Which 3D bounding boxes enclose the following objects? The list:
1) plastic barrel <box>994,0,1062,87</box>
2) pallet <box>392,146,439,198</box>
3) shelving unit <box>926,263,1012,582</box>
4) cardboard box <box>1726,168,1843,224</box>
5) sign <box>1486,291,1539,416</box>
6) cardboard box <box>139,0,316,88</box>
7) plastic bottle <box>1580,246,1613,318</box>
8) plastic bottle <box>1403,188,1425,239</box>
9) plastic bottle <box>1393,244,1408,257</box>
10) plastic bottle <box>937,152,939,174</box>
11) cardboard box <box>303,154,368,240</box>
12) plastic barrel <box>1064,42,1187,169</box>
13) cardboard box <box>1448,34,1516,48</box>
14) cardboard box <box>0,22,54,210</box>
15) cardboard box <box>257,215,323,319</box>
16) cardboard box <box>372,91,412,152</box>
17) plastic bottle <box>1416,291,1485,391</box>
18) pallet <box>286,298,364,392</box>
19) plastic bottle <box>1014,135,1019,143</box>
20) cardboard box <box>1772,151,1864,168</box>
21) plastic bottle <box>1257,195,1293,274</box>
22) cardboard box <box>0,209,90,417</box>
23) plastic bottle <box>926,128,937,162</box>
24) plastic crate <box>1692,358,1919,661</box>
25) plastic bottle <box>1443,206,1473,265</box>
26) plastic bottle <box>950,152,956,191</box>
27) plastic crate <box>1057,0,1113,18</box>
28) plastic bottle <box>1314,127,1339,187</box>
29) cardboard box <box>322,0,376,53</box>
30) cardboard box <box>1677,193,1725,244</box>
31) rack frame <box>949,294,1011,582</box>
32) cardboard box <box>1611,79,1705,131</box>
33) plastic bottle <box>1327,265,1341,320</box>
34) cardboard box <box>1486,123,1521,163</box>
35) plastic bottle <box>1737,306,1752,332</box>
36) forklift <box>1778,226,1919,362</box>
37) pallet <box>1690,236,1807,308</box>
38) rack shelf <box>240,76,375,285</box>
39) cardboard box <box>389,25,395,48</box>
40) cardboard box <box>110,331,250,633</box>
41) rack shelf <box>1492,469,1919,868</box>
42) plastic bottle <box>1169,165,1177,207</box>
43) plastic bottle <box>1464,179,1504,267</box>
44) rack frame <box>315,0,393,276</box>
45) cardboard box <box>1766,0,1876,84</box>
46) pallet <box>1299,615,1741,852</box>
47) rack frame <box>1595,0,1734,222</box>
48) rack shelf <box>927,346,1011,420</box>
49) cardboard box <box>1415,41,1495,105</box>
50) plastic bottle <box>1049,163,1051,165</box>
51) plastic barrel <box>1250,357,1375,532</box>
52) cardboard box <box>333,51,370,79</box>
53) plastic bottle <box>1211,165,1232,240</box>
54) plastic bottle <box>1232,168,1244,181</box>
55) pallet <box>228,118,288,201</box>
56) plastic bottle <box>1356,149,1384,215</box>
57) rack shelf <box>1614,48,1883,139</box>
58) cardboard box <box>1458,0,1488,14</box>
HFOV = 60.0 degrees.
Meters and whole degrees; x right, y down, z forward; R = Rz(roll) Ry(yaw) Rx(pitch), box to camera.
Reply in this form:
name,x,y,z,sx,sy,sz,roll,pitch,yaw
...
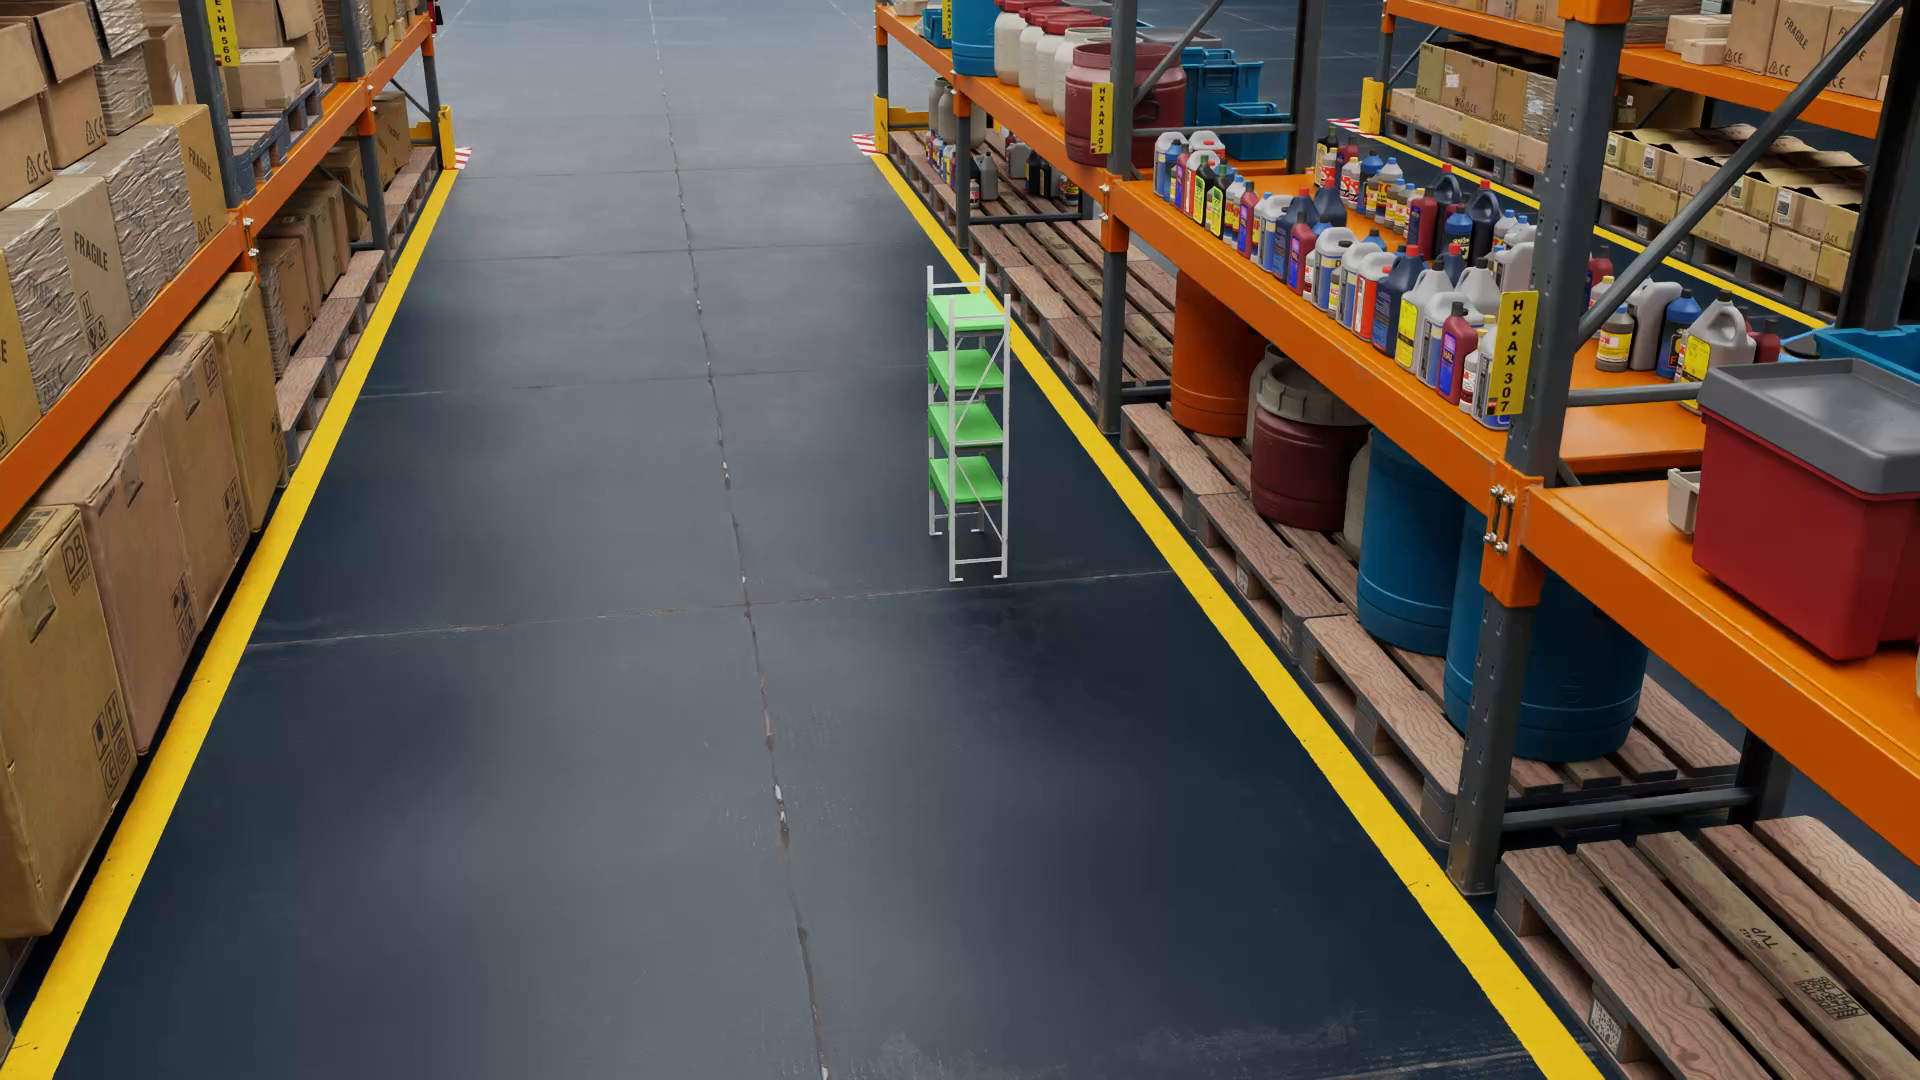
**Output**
name,x,y,z,sx,sy,sz,roll,pitch,yaw
plastic barrel,0.432,-3.204,10.668,0.433,0.535,0.433,0,24,0
pallet,-5.008,-3.111,14.109,1.003,0.211,1.213,-4,24,-10
shelving unit,0.031,-0.485,6.861,0.258,1.200,0.503,-4,24,-10
cardboard box,5.456,-2.303,10.986,0.500,0.311,0.500,-4,24,-8
sign,1.408,-0.474,4.243,0.100,0.325,0.005,-4,24,-10
cardboard box,-3.986,-2.732,9.105,0.797,0.503,0.637,-2,24,-4
plastic bottle,2.137,-0.859,5.615,0.061,0.283,0.133,-4,24,-10
plastic bottle,1.876,-1.337,6.811,0.097,0.201,0.097,0,24,0
plastic bottle,1.492,-0.871,5.658,0.097,0.271,0.097,0,24,0
plastic bottle,-0.140,-3.077,13.495,0.097,0.201,0.097,0,24,0
cardboard box,-4.432,-2.375,11.538,0.500,0.500,0.500,-5,24,-11
plastic barrel,0.826,-2.183,8.331,0.600,0.536,0.708,-4,24,-10
cardboard box,4.991,-4.560,15.916,0.500,0.500,0.500,-4,24,-10
cardboard box,-3.290,-1.291,5.080,0.797,0.503,0.637,-4,24,-8
cardboard box,-4.131,-1.572,9.674,0.700,0.500,0.500,-6,24,-14
cardboard box,-5.038,-3.541,14.208,0.500,0.500,0.500,0,24,0
plastic bottle,1.491,-0.605,5.044,0.152,0.276,0.135,-4,24,-10
pallet,-4.023,-1.103,9.511,1.003,0.211,1.213,-4,24,-10
plastic bottle,0.521,-3.270,13.843,0.152,0.276,0.135,-4,24,-9
cardboard box,5.888,-2.550,11.551,0.500,0.311,0.500,-4,24,-10
plastic bottle,1.229,-1.164,6.323,0.152,0.276,0.135,-4,24,-10
cardboard box,-2.943,-0.661,4.890,0.500,0.500,0.500,-5,24,-11
plastic bottle,-0.241,-3.323,13.969,0.097,0.271,0.097,0,24,0
plastic crate,1.868,-0.075,3.518,0.402,0.464,0.583,-4,24,-10
plastic bottle,1.852,-1.108,6.199,0.097,0.271,0.097,0,24,0
plastic bottle,-0.039,-2.859,12.894,0.061,0.283,0.133,-3,24,-6
plastic crate,0.860,-3.396,11.197,0.402,0.464,0.583,-4,24,-10
plastic bottle,1.704,-1.780,7.723,0.061,0.283,0.133,-4,24,-10
cardboard box,-4.420,-3.531,11.091,0.875,0.500,0.500,-4,24,-10
cardboard box,5.362,-2.250,11.565,0.500,0.250,0.500,-5,24,-11
rack frame,0.076,-0.389,6.641,0.240,1.200,0.015,-4,24,-10
cardboard box,5.561,-3.381,13.217,0.500,0.500,0.500,-4,24,-10
plastic bottle,1.325,-0.866,5.734,0.097,0.201,0.097,0,24,0
cardboard box,4.849,-3.391,14.177,0.500,0.250,0.500,-4,24,-10
plastic bottle,2.276,-0.562,4.936,0.061,0.283,0.133,-4,24,-10
forklift,4.425,-1.266,6.486,3.031,2.935,1.130,-16,28,-33
pallet,5.742,-1.854,11.231,1.003,0.211,1.213,-4,24,-10
rack shelf,-4.028,-2.051,9.098,1.077,0.370,4.000,-4,24,-10
cardboard box,-4.432,-3.748,12.399,0.380,0.149,0.250,-4,24,-10
cardboard box,-3.393,-0.189,6.065,1.225,0.875,0.875,-4,24,-10
rack shelf,2.319,0.729,2.732,1.077,0.370,4.000,-4,24,-10
plastic bottle,0.985,-1.590,7.390,0.097,0.201,0.097,0,24,0
plastic bottle,1.963,-1.170,6.243,0.144,0.351,0.185,-4,24,-10
rack frame,-4.397,-3.168,10.755,1.000,3.000,0.127,-4,24,-10
cardboard box,5.655,-3.238,10.790,0.500,0.500,0.500,-4,24,-10
pallet,1.848,0.584,5.650,1.003,0.211,1.213,-4,24,-10
rack frame,5.339,-3.899,12.430,1.000,3.000,0.127,-4,24,-10
rack shelf,0.031,-0.646,6.790,0.258,0.148,0.480,-4,24,-10
cardboard box,4.574,-4.325,15.378,0.500,0.500,0.500,-4,24,-10
plastic bottle,0.729,-2.870,12.834,0.144,0.351,0.185,-4,24,-8
plastic barrel,1.526,-0.413,6.936,0.600,0.588,0.708,-4,24,-10
cardboard box,-4.142,-3.159,11.050,0.380,0.149,0.250,-4,24,-10
plastic bottle,1.080,-1.384,6.818,0.061,0.283,0.133,-4,24,-10
plastic bottle,1.177,-1.510,7.208,0.097,0.201,0.097,0,24,0
pallet,-3.894,-1.779,7.815,1.213,0.211,1.003,-4,24,-10
plastic bottle,1.786,-1.560,7.235,0.097,0.271,0.097,0,24,0
rack shelf,5.709,-2.783,10.773,1.077,0.370,4.000,-4,24,-10
cardboard box,4.861,-4.932,14.670,0.700,0.500,0.500,-4,24,-9
